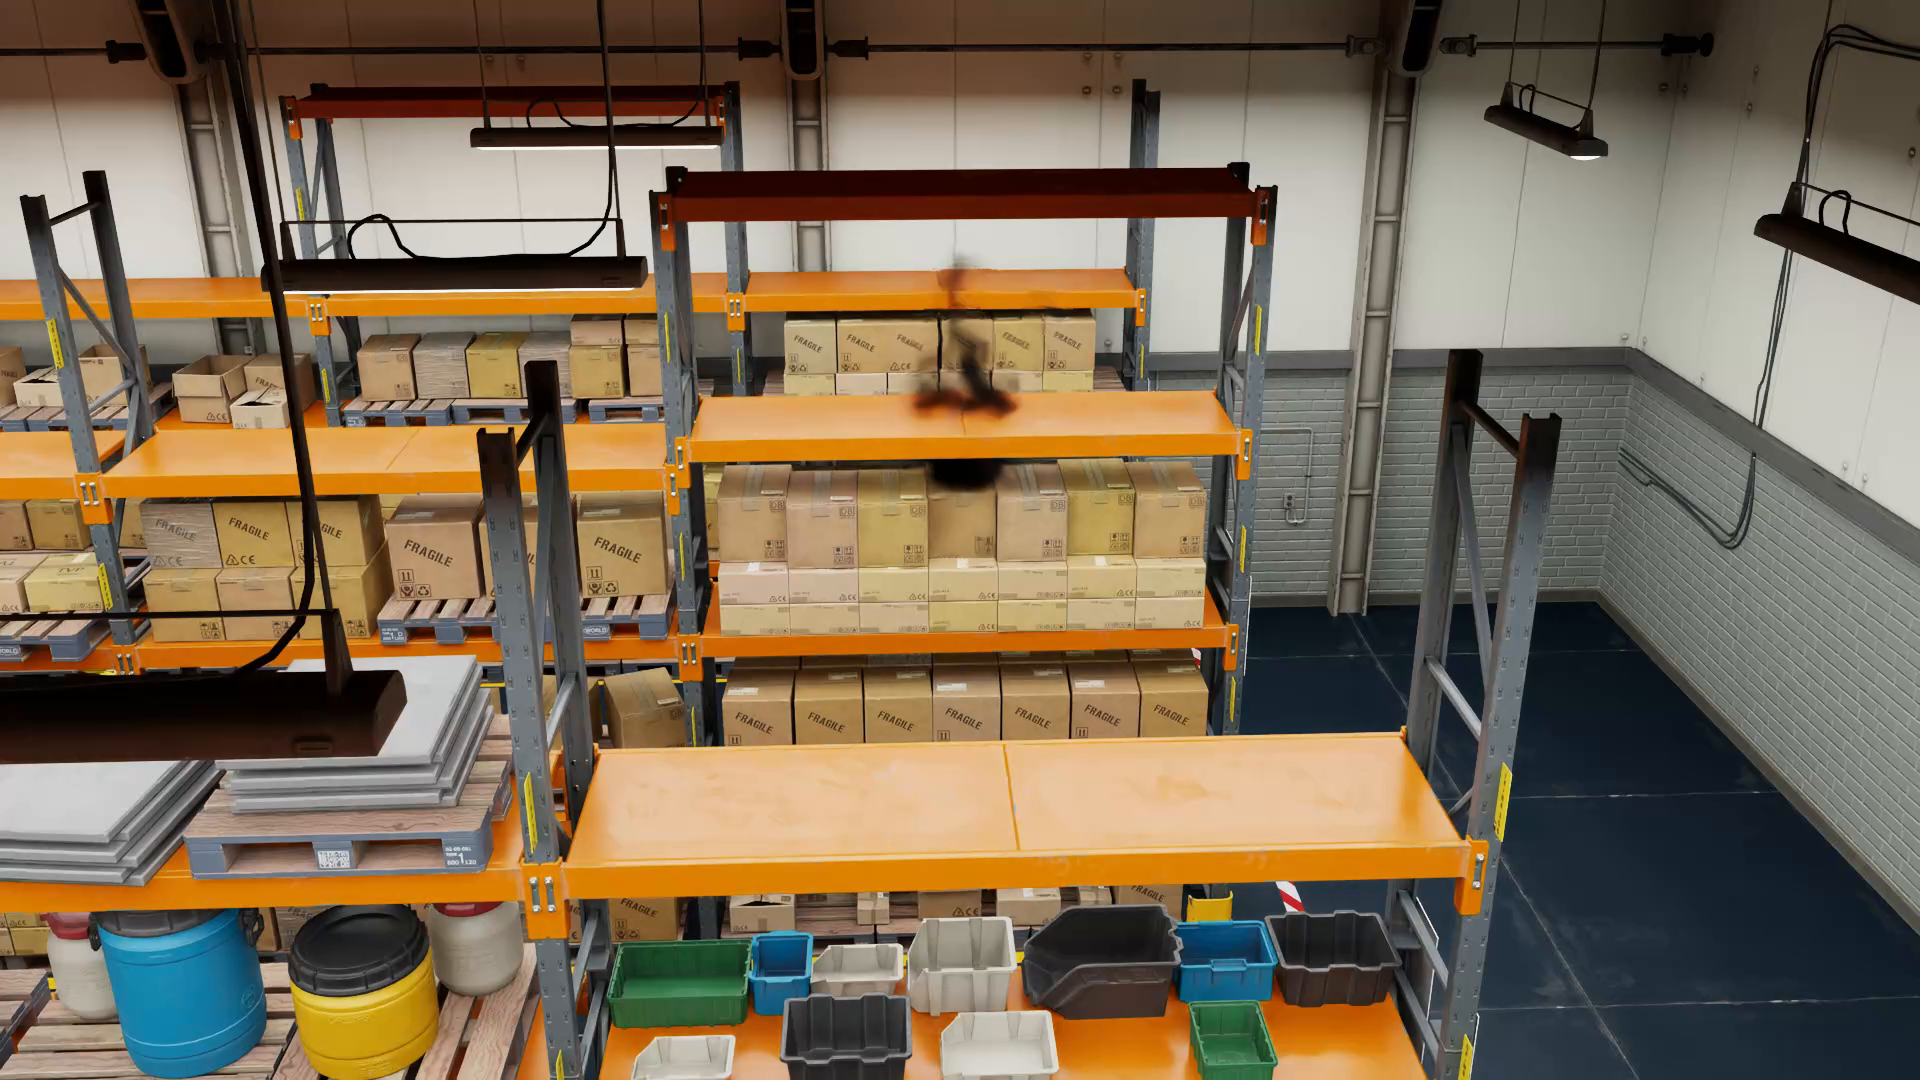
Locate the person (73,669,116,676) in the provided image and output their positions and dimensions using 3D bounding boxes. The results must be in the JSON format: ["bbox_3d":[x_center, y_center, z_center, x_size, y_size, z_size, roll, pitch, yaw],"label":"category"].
[{"bbox_3d":[-7.434,1.764,14.540,1.073,1.757,0.671,0,22,0],"label":"person"}]
